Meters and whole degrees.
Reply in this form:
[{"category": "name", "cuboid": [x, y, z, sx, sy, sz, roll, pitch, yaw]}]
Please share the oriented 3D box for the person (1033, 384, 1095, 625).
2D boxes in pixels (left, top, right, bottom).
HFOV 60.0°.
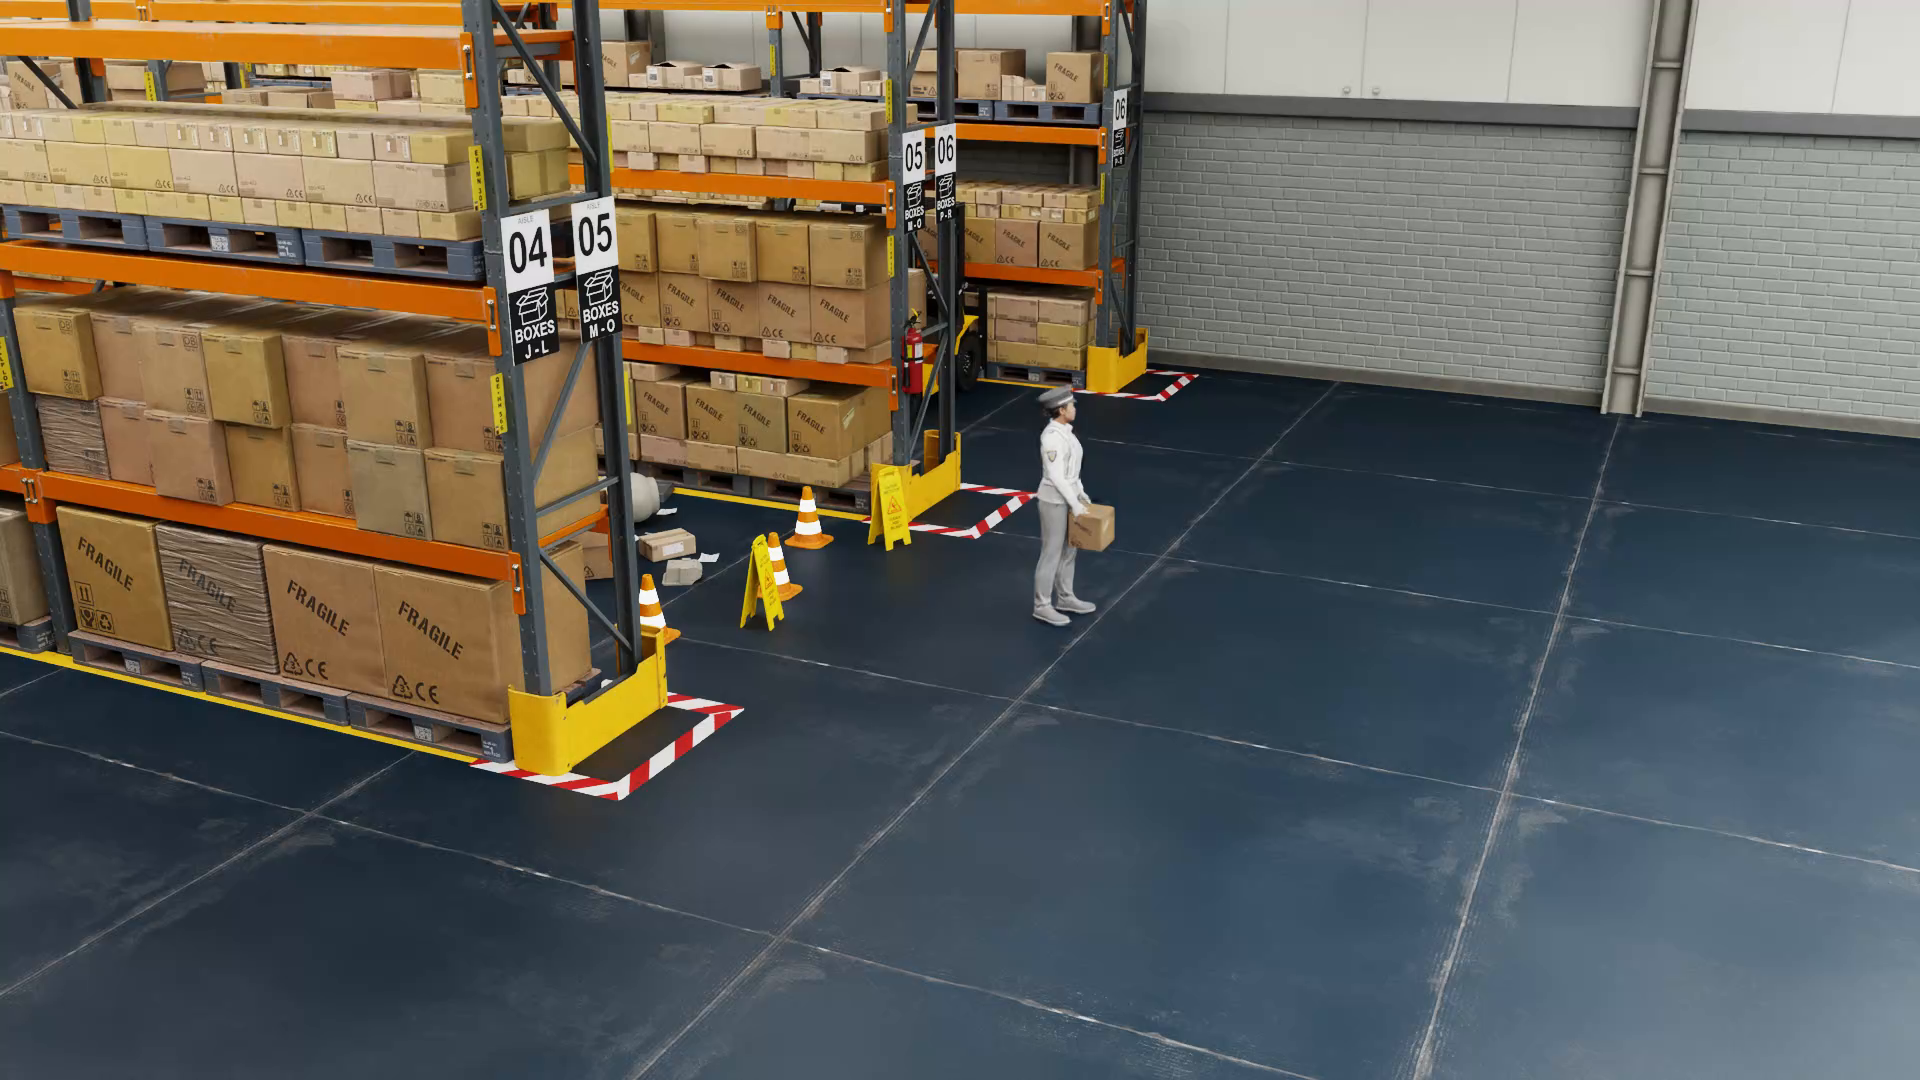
[{"category": "person", "cuboid": [0.749, -0.267, 11.782, 0.440, 1.689, 0.504, 4, 20, 13]}]
